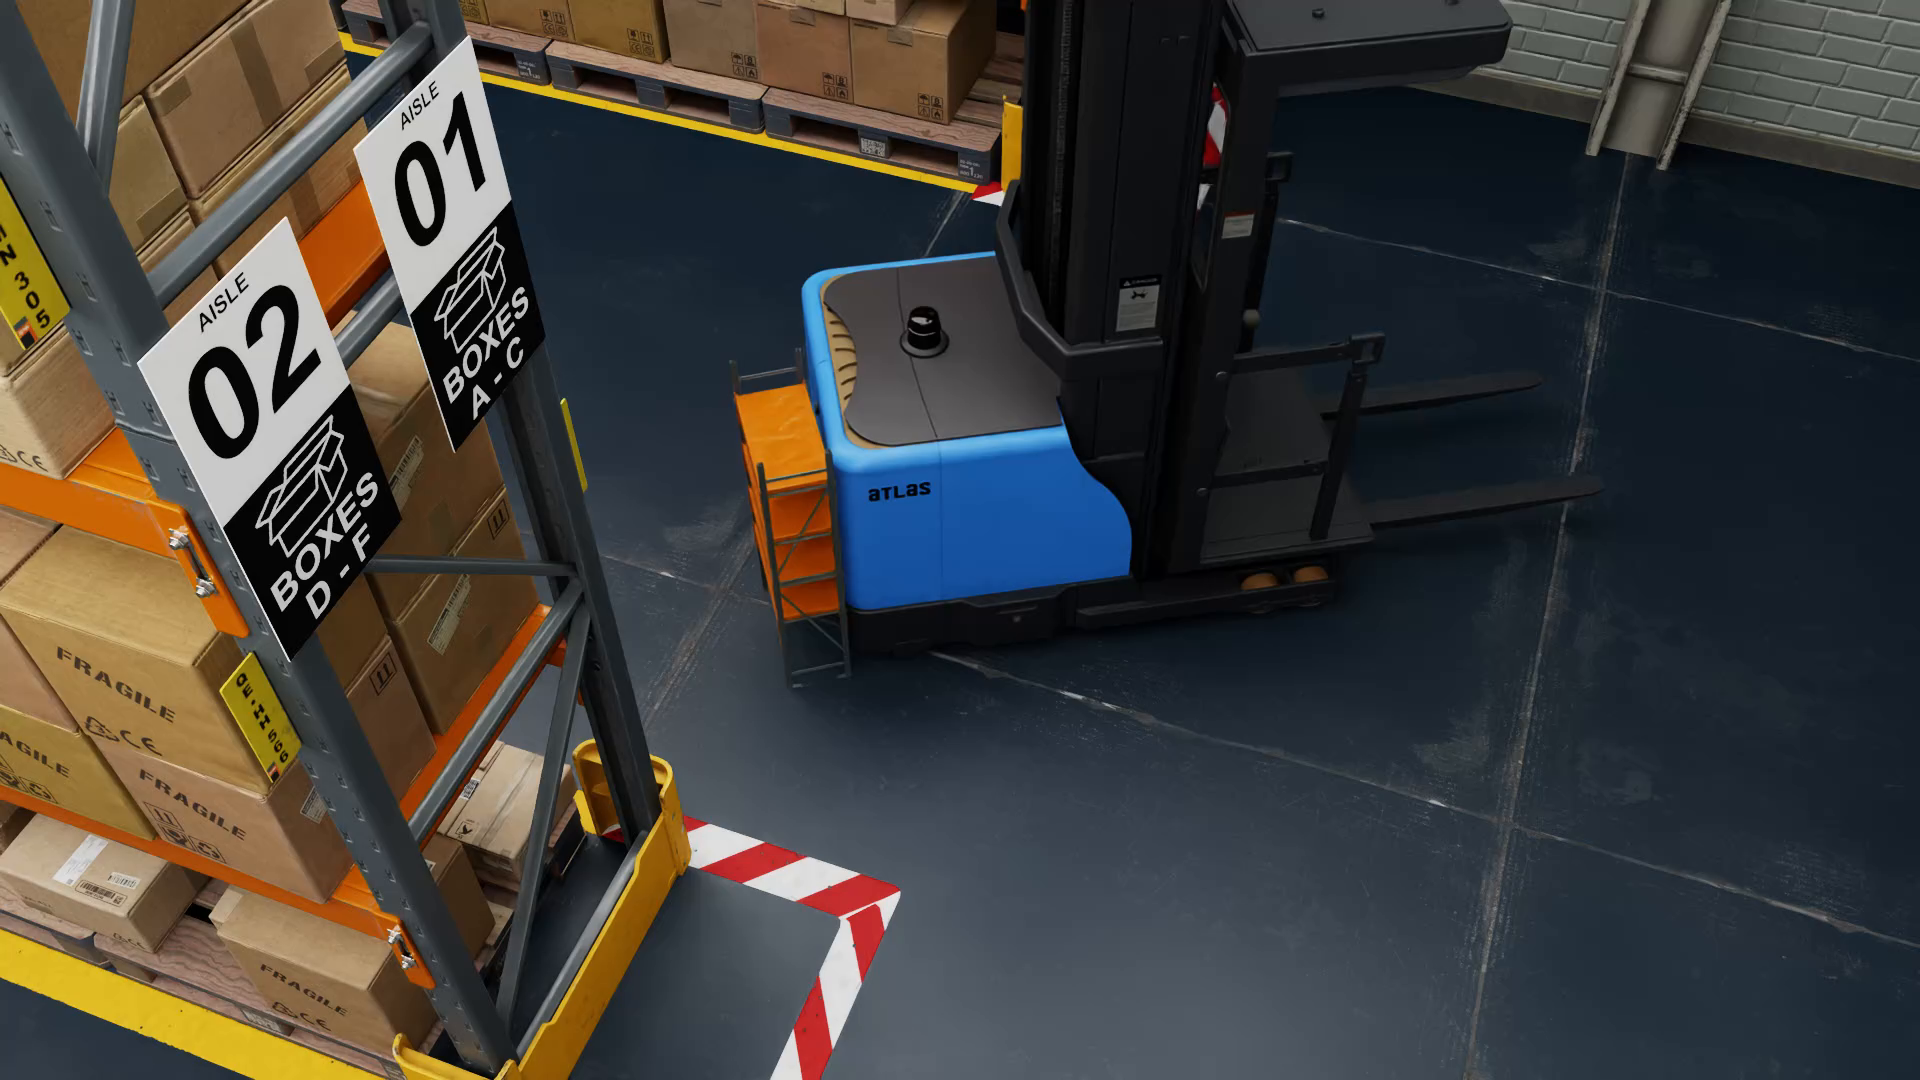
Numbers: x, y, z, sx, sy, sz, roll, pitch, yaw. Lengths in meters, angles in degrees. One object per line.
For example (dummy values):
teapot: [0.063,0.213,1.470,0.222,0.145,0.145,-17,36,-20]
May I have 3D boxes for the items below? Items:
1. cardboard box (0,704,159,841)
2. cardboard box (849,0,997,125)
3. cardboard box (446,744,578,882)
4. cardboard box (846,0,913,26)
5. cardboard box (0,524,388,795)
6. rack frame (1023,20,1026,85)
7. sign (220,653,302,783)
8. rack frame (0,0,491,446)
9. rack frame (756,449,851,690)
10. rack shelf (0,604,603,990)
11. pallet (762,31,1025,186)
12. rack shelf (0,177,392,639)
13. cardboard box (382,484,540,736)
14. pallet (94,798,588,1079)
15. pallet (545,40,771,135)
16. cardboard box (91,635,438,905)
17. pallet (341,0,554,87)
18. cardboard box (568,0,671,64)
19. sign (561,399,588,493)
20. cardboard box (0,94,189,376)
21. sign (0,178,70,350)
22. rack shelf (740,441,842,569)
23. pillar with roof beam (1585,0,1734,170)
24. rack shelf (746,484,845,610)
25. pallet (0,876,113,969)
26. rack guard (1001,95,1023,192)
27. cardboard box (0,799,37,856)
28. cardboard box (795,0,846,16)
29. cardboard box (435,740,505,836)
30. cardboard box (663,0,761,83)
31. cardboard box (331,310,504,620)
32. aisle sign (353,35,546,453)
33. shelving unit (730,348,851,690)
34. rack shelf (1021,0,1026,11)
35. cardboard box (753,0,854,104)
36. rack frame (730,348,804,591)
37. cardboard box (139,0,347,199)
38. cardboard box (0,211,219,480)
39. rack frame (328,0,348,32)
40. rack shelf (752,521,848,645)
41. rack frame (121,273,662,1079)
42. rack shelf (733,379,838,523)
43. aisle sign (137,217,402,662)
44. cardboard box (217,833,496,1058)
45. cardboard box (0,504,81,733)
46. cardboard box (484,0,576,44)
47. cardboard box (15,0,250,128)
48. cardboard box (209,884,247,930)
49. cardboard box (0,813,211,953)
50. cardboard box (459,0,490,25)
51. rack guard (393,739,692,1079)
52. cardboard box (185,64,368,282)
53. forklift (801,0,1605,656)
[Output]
cardboard box: [-2.193,0.365,4.249,0.500,0.500,0.500,16,51,13]
cardboard box: [-0.169,-2.488,8.164,0.500,0.500,0.700,16,51,13]
cardboard box: [-1.465,0.892,5.454,0.250,0.149,0.380,16,51,13]
cardboard box: [-0.353,-2.605,7.837,0.250,0.149,0.380,15,51,13]
cardboard box: [-1.704,0.174,3.753,0.500,0.500,0.500,15,51,13]
rack frame: [0.522,-3.057,7.281,0.127,3.000,1.000,16,51,13]
sign: [-1.402,0.361,3.344,0.005,0.325,0.100,16,51,13]
rack frame: [-1.191,-1.509,1.970,0.127,3.000,1.000,16,51,13]
rack frame: [-0.522,0.132,5.708,0.240,1.200,0.015,-12,50,-10]
rack shelf: [-3.067,0.167,4.963,4.000,0.370,1.077,16,51,13]
pallet: [-0.255,-2.298,8.468,1.213,0.211,1.003,16,51,13]
rack shelf: [-3.067,-0.815,3.829,4.000,0.370,1.077,16,51,13]
cardboard box: [-1.516,0.120,4.462,0.500,0.500,0.500,17,51,14]
pallet: [-2.011,1.141,5.488,1.213,0.211,1.003,16,51,13]
pallet: [-1.396,-2.618,8.746,1.213,0.211,1.003,16,51,13]
cardboard box: [-1.706,0.498,4.134,0.500,0.500,0.500,17,51,14]
pallet: [-2.544,-2.937,9.022,1.213,0.211,1.003,16,51,13]
cardboard box: [-1.613,-2.885,8.508,0.500,0.500,0.700,17,51,14]
sign: [-1.003,-0.213,4.243,0.005,0.325,0.100,16,51,13]
cardboard box: [-1.761,-0.595,2.931,0.500,0.250,0.500,16,51,13]
sign: [-1.402,-0.429,2.432,0.005,0.325,0.100,16,51,13]
rack shelf: [-0.586,-0.148,5.744,0.258,0.148,0.480,-12,50,-10]
pillar with roof beam: [1.863,-1.876,2.288,0.400,9.000,9.100,16,51,13]
rack shelf: [-0.586,-0.002,5.913,0.258,0.148,0.480,-12,50,-10]
pallet: [-3.151,0.820,5.766,1.213,0.211,1.003,16,51,13]
rack guard: [0.545,-2.232,8.220,0.348,0.500,1.175,16,51,13]
cardboard box: [-3.179,0.570,5.499,0.637,0.503,0.797,16,51,13]
cardboard box: [-0.593,-2.672,7.894,0.250,0.149,0.380,17,51,14]
cardboard box: [-1.699,0.821,5.504,0.250,0.166,0.380,16,51,13]
cardboard box: [-1.111,-2.751,8.392,0.500,0.500,0.700,14,51,12]
cardboard box: [-1.516,-0.208,4.084,0.500,0.500,0.500,17,51,14]
aisle sign: [-1.025,-0.586,3.419,0.004,0.787,0.394,16,51,13]
shelving unit: [-0.586,-0.046,5.862,0.258,1.200,0.503,-12,50,-10]
rack shelf: [-1.354,-3.345,8.007,4.000,0.370,1.077,16,51,13]
cardboard box: [-0.639,-2.619,8.278,0.500,0.500,0.700,15,51,13]
rack frame: [-0.649,-0.224,6.016,0.240,1.200,0.015,-12,50,-10]
cardboard box: [-1.583,-0.961,3.248,0.500,0.250,0.500,16,51,13]
cardboard box: [-1.764,-0.426,3.115,0.500,0.250,0.500,16,51,13]
rack frame: [-3.230,-4.104,8.189,0.127,3.000,1.000,16,51,13]
rack shelf: [-0.585,0.128,6.063,0.258,0.148,0.480,-12,50,-10]
rack frame: [-1.191,0.455,4.237,0.127,3.000,1.000,16,51,13]
rack shelf: [-0.587,-0.303,5.565,0.258,0.148,0.480,-12,50,-10]
aisle sign: [-1.233,-0.161,3.051,0.004,0.787,0.394,16,51,13]
cardboard box: [-1.786,1.162,4.987,0.500,0.500,0.500,16,51,13]
cardboard box: [-2.178,0.042,3.868,0.500,0.500,0.500,17,51,14]
cardboard box: [-2.094,-3.021,8.626,0.500,0.500,0.700,15,51,13]
cardboard box: [-1.679,-1.010,2.794,0.500,0.500,0.700,16,51,13]
cardboard box: [-2.135,1.102,5.261,0.250,0.166,0.380,16,51,13]
cardboard box: [-2.667,0.974,5.316,0.500,0.250,0.500,16,51,13]
cardboard box: [-2.564,-3.155,8.742,0.500,0.500,0.700,16,51,14]
rack guard: [-1.262,1.254,5.199,0.348,0.500,1.175,16,51,13]
cardboard box: [-1.585,-0.793,3.433,0.500,0.250,0.500,16,51,13]
forklift: [0.976,-1.067,5.602,3.031,2.935,1.130,-8,50,-7]
